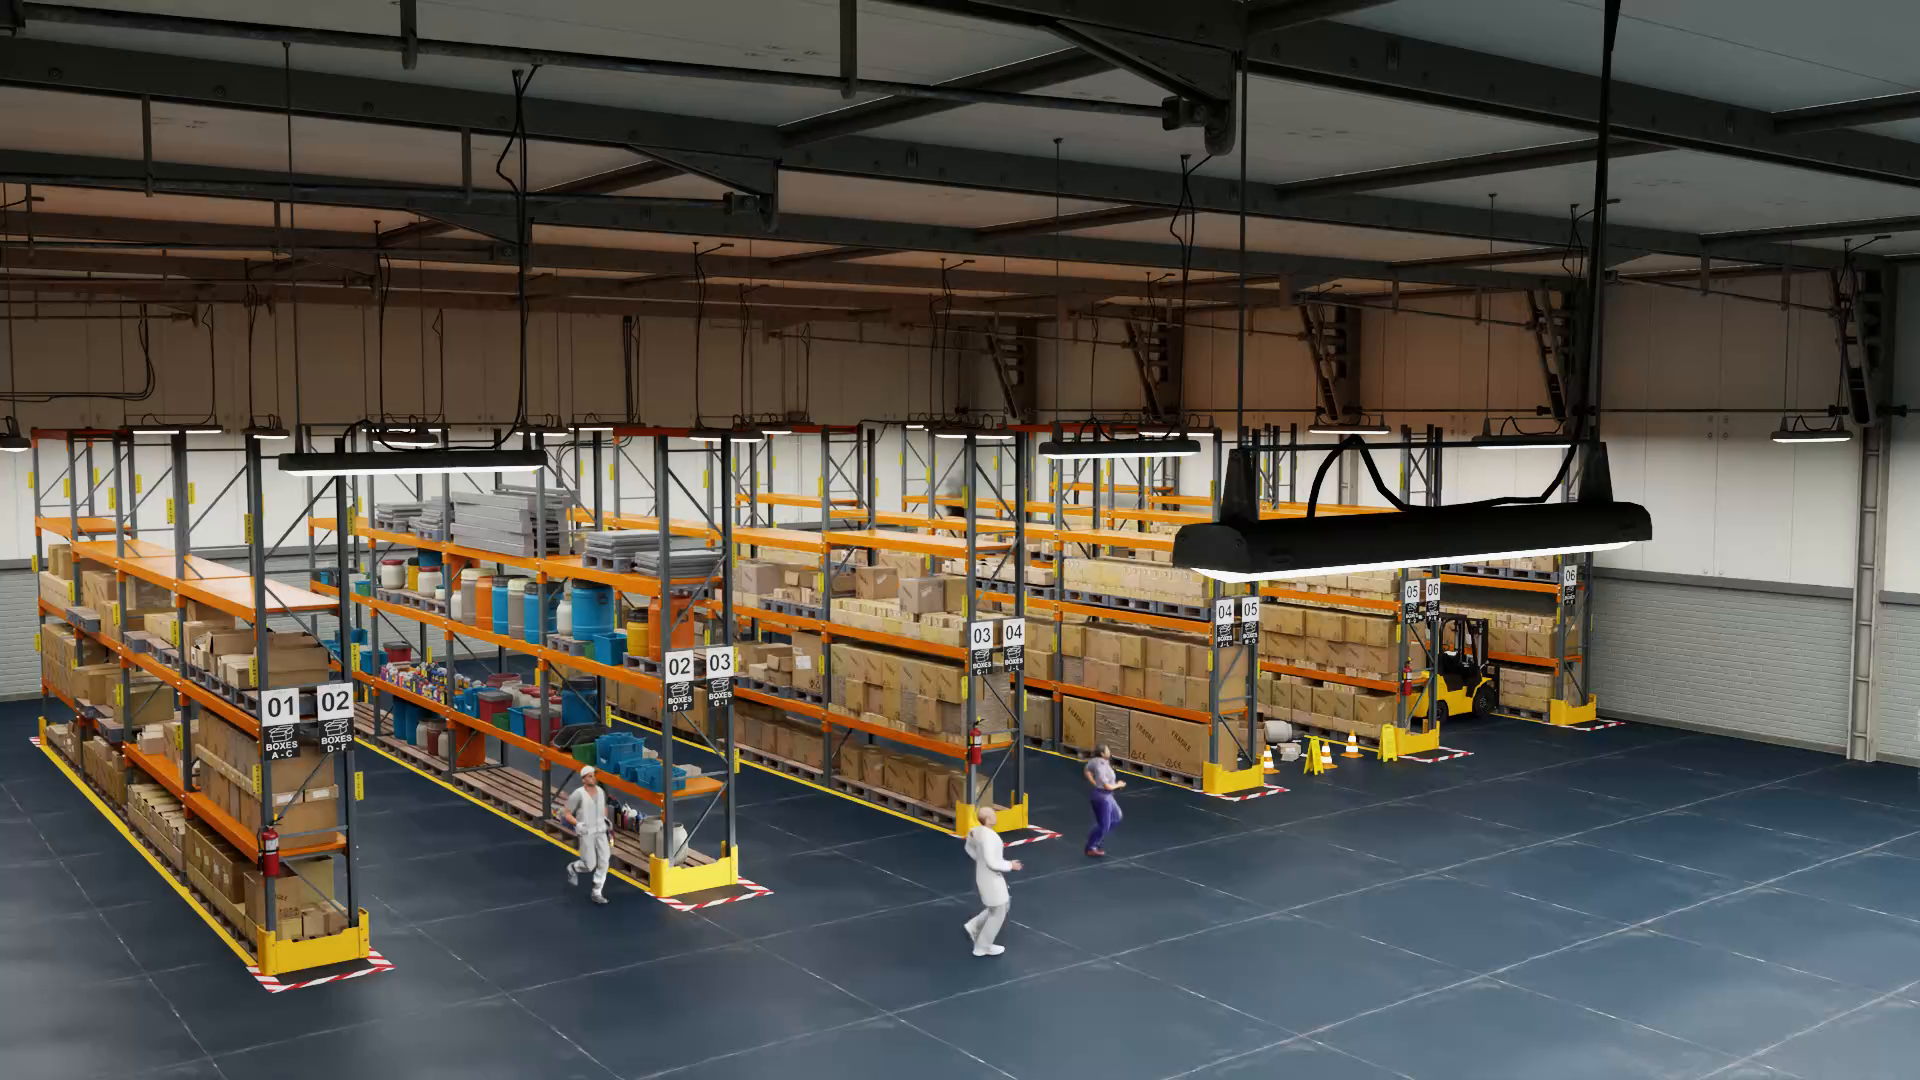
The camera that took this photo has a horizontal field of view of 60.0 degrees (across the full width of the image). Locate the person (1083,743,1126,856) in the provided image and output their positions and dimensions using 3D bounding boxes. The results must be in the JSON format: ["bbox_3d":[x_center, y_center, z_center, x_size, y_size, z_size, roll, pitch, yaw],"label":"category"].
[{"bbox_3d":[2.055,3.667,23.569,0.596,1.607,0.603,0,4,2],"label":"person"}]

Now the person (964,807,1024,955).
[{"bbox_3d":[0.386,3.942,19.291,0.649,1.730,0.702,-1,5,-13],"label":"person"}]

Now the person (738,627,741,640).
[{"bbox_3d":[-5.250,2.482,37.813,0.632,1.748,0.600,-2,5,-28],"label":"person"}]

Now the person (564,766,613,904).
[{"bbox_3d":[-4.765,3.778,21.462,0.736,1.742,0.654,4,6,43],"label":"person"}]
